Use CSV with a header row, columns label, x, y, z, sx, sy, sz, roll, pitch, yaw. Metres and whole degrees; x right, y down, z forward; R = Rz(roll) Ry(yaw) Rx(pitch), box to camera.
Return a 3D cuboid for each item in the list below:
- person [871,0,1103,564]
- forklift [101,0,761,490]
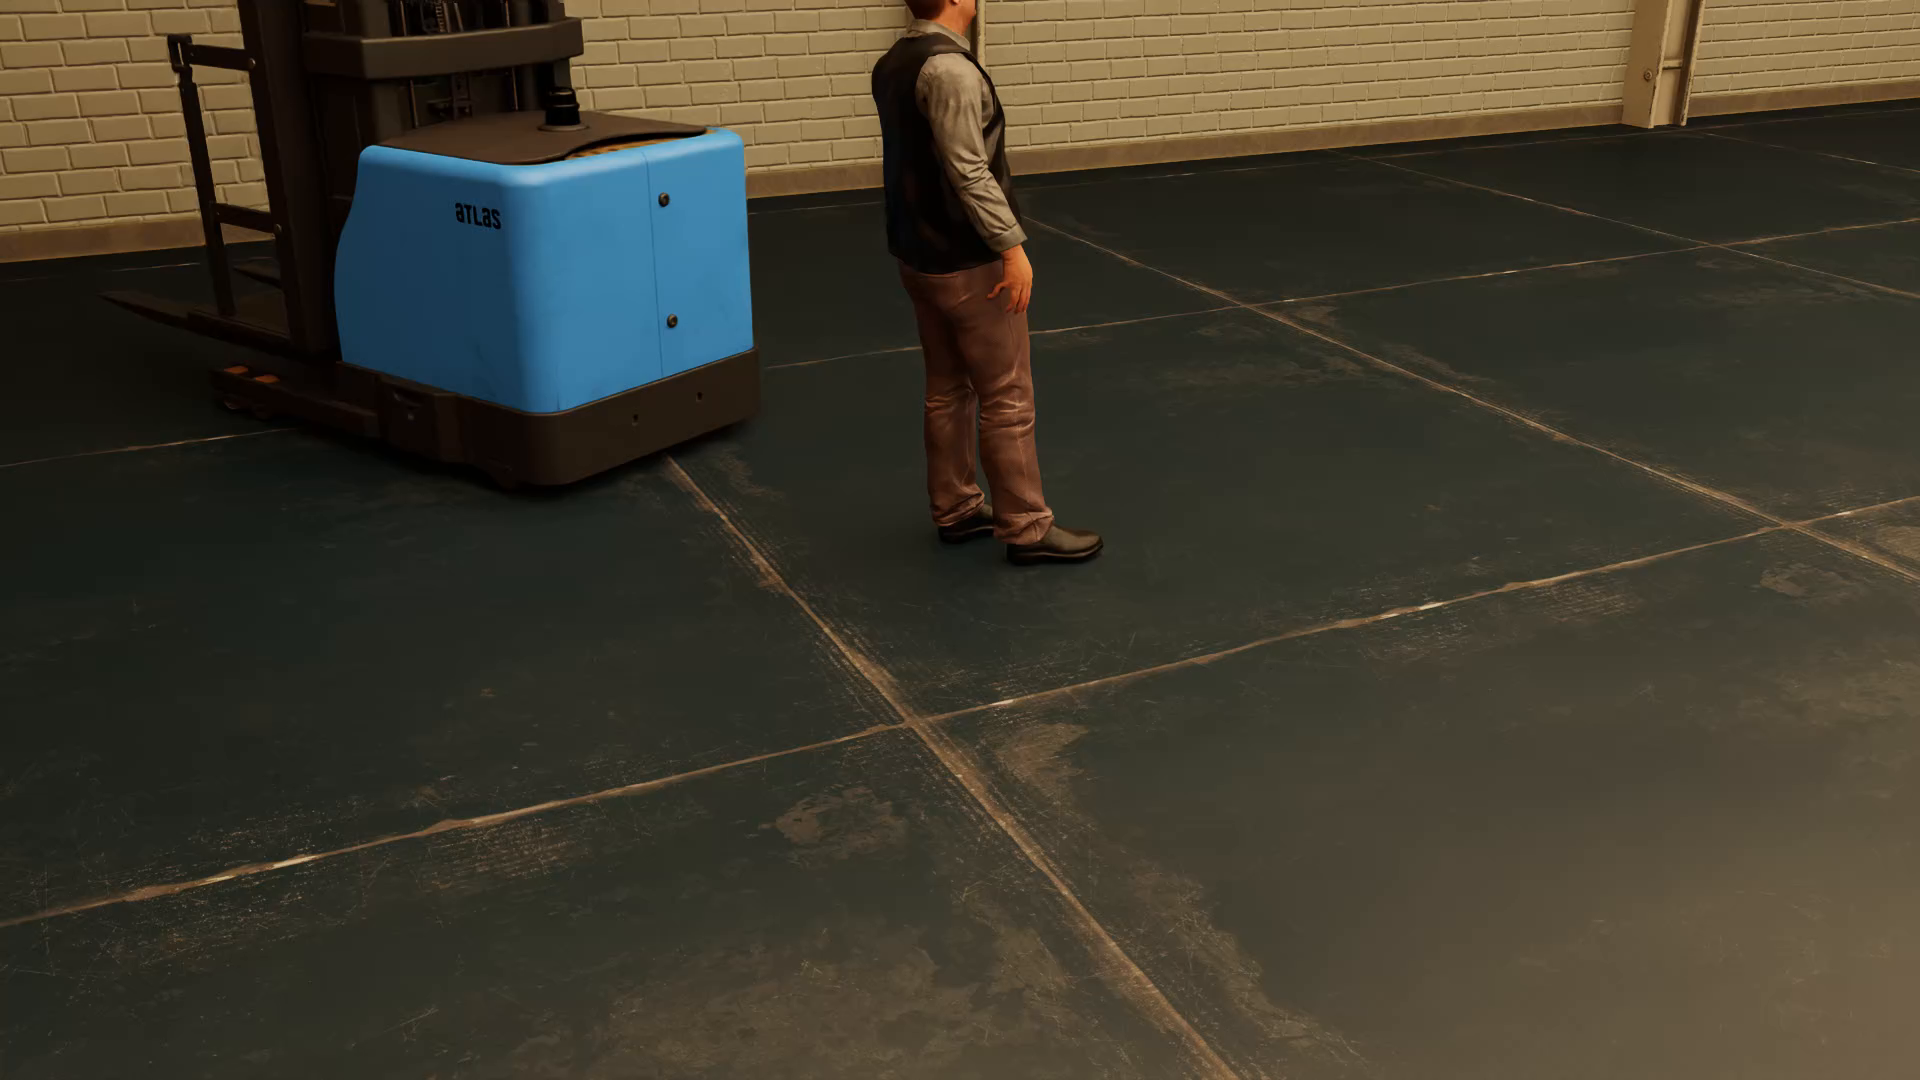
label,x,y,z,sx,sy,sz,roll,pitch,yaw
person,0.060,-0.809,4.792,0.568,1.721,0.633,-10,25,-23
forklift,-2.215,-1.948,5.976,3.031,2.935,1.130,16,27,33
